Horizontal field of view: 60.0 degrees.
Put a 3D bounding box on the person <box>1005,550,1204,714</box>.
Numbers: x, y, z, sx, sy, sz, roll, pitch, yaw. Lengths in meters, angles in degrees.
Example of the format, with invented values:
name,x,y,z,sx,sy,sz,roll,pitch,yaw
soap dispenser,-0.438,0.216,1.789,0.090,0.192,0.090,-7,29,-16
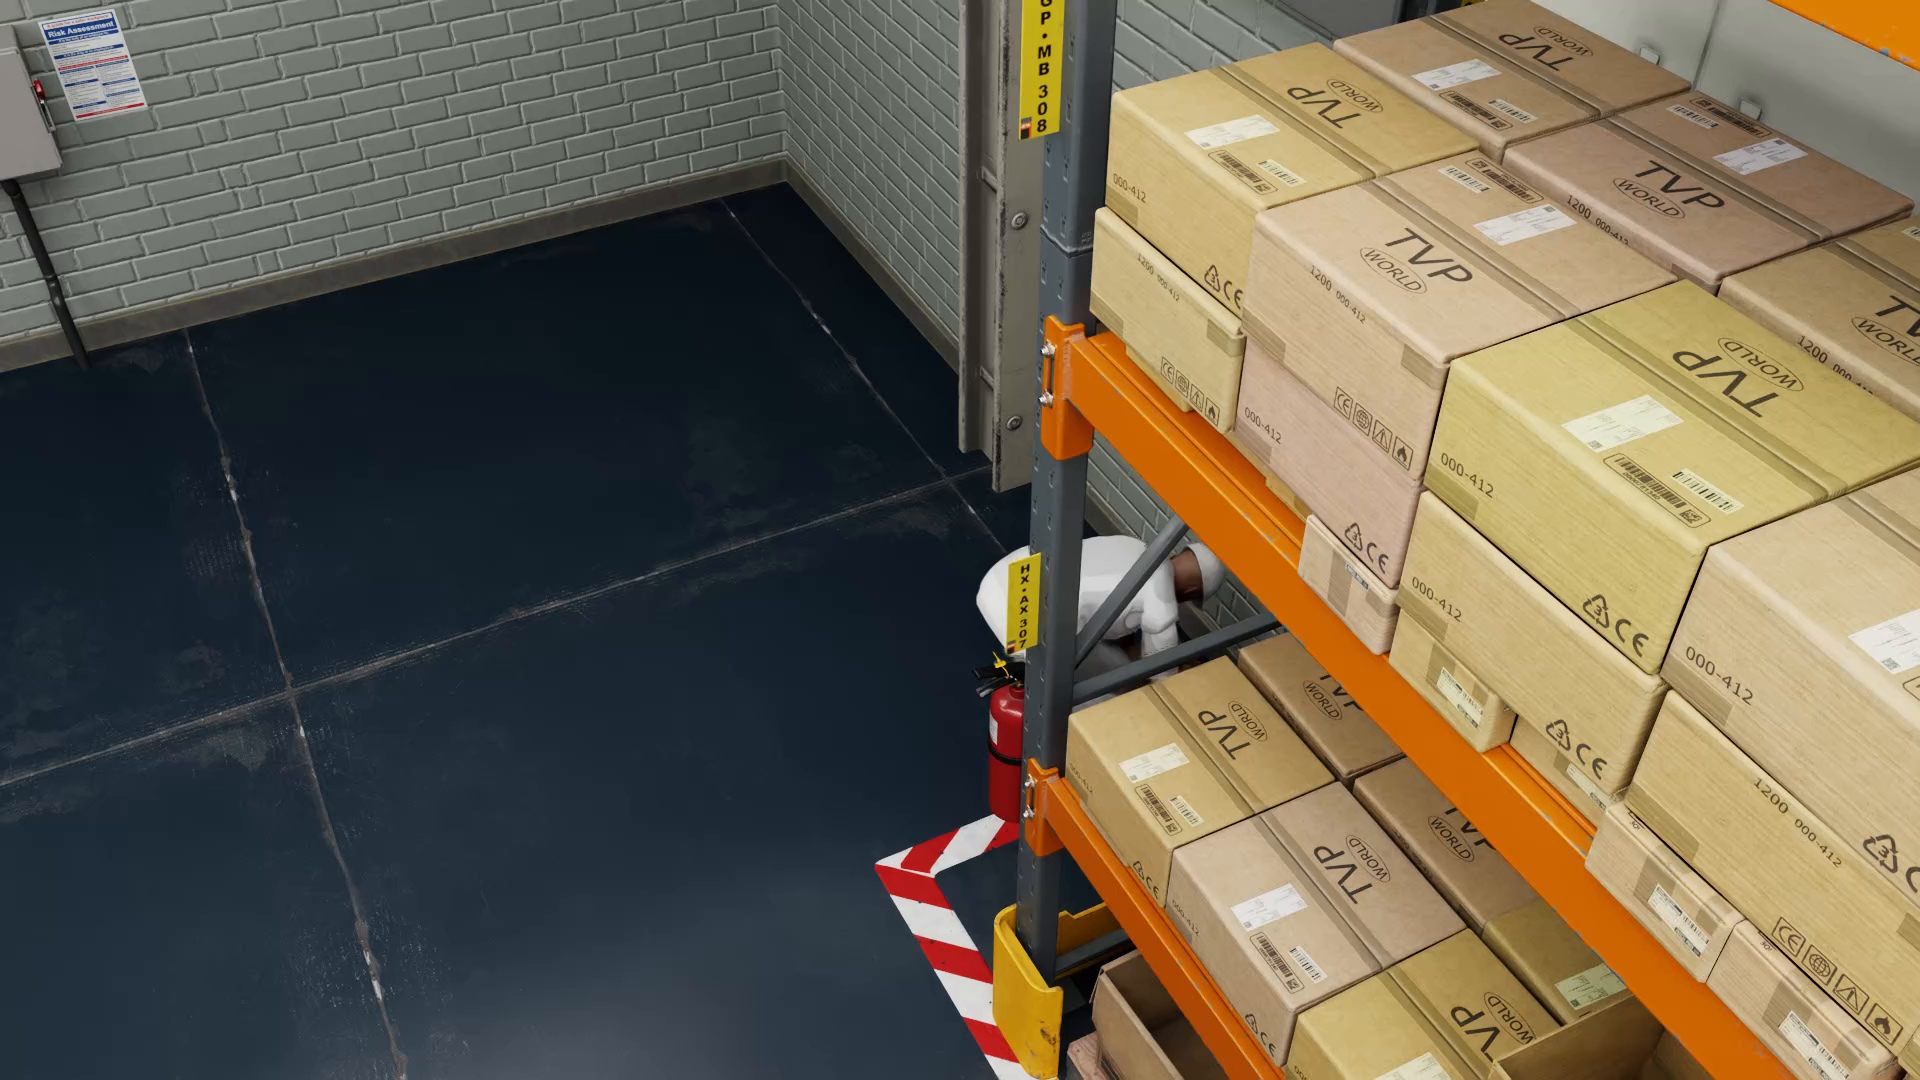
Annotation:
name,x,y,z,sx,sy,sz,roll,pitch,yaw
person,0.538,0.407,6.321,0.915,0.815,0.488,-15,43,-17
